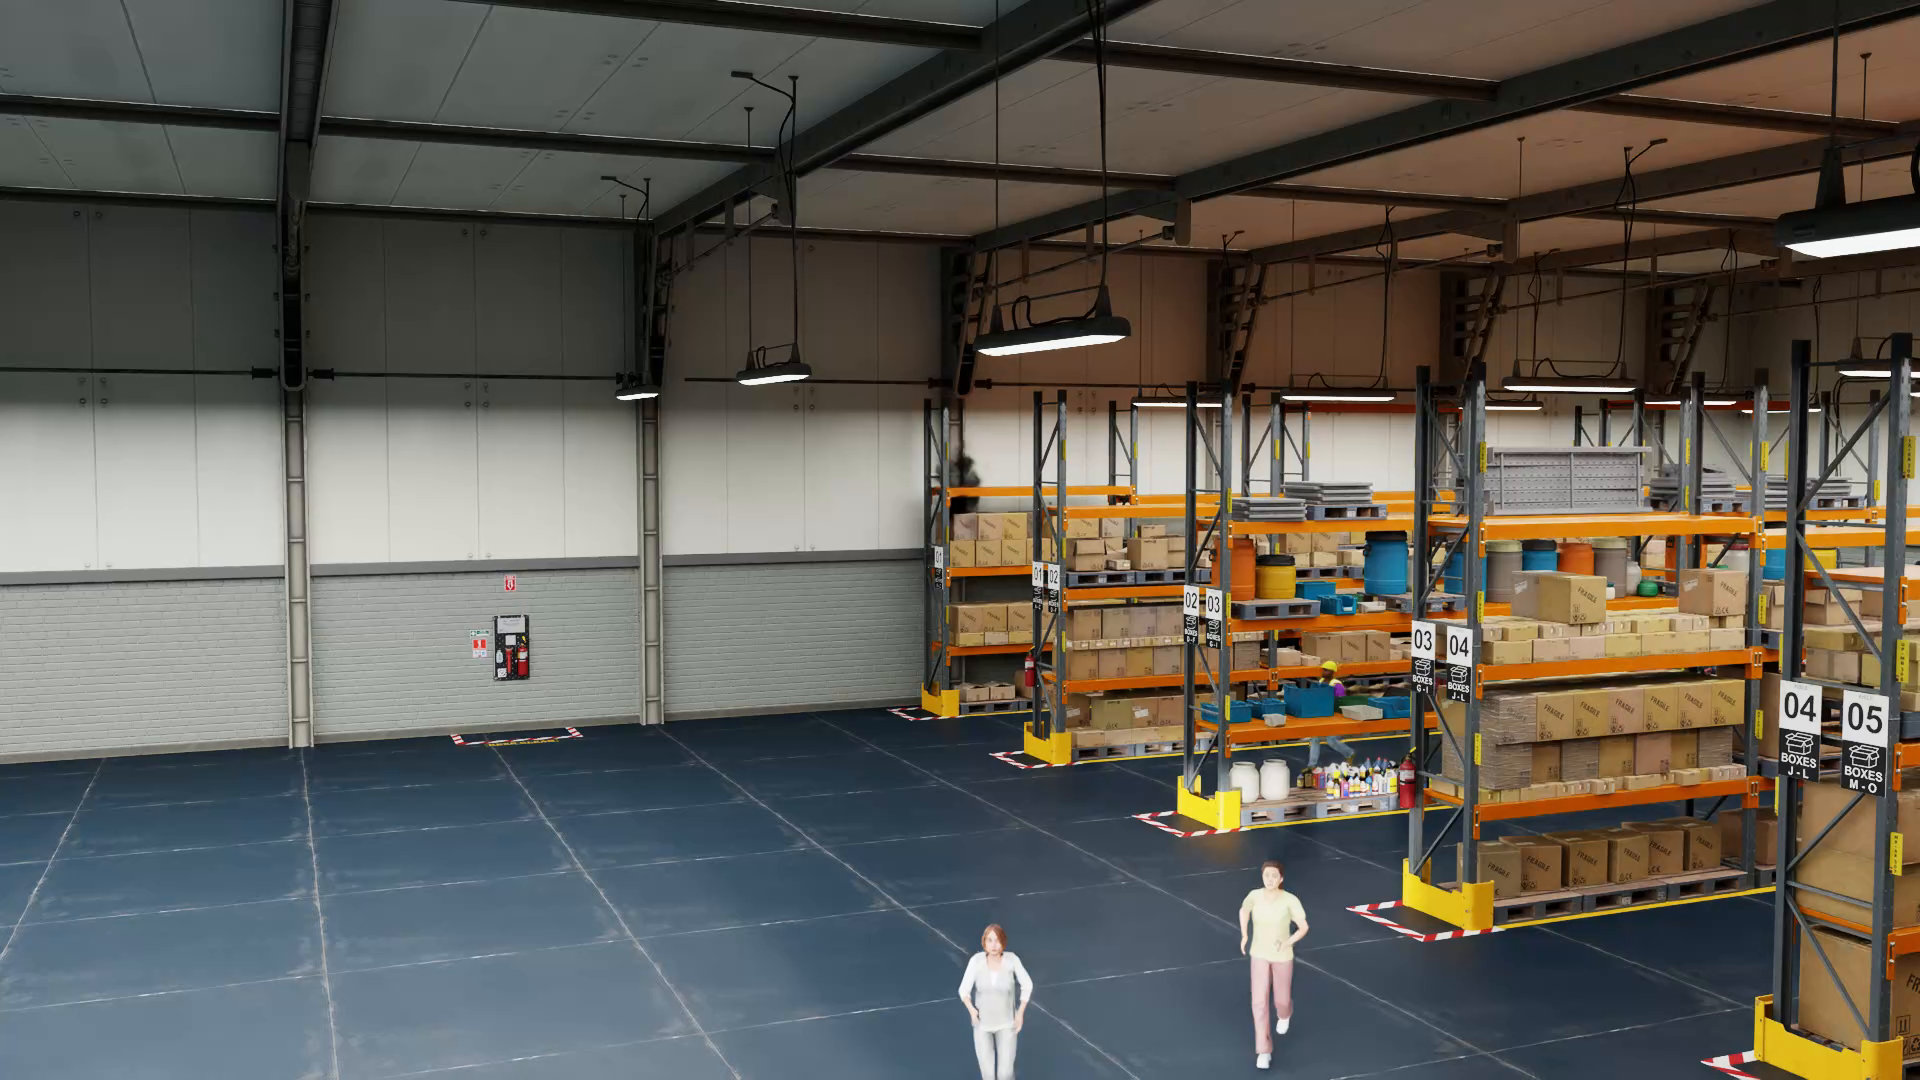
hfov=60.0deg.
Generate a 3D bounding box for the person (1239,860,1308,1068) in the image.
[{"bbox_3d":[2.622,3.500,13.981,0.605,1.645,0.907,1,4,20],"label":"person"}]

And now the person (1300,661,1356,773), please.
[{"bbox_3d":[5.711,2.750,25.859,0.968,1.747,0.710,-2,4,-28],"label":"person"}]

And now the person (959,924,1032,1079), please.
[{"bbox_3d":[0.252,3.656,12.416,0.540,1.539,0.520,0,3,8],"label":"person"}]
